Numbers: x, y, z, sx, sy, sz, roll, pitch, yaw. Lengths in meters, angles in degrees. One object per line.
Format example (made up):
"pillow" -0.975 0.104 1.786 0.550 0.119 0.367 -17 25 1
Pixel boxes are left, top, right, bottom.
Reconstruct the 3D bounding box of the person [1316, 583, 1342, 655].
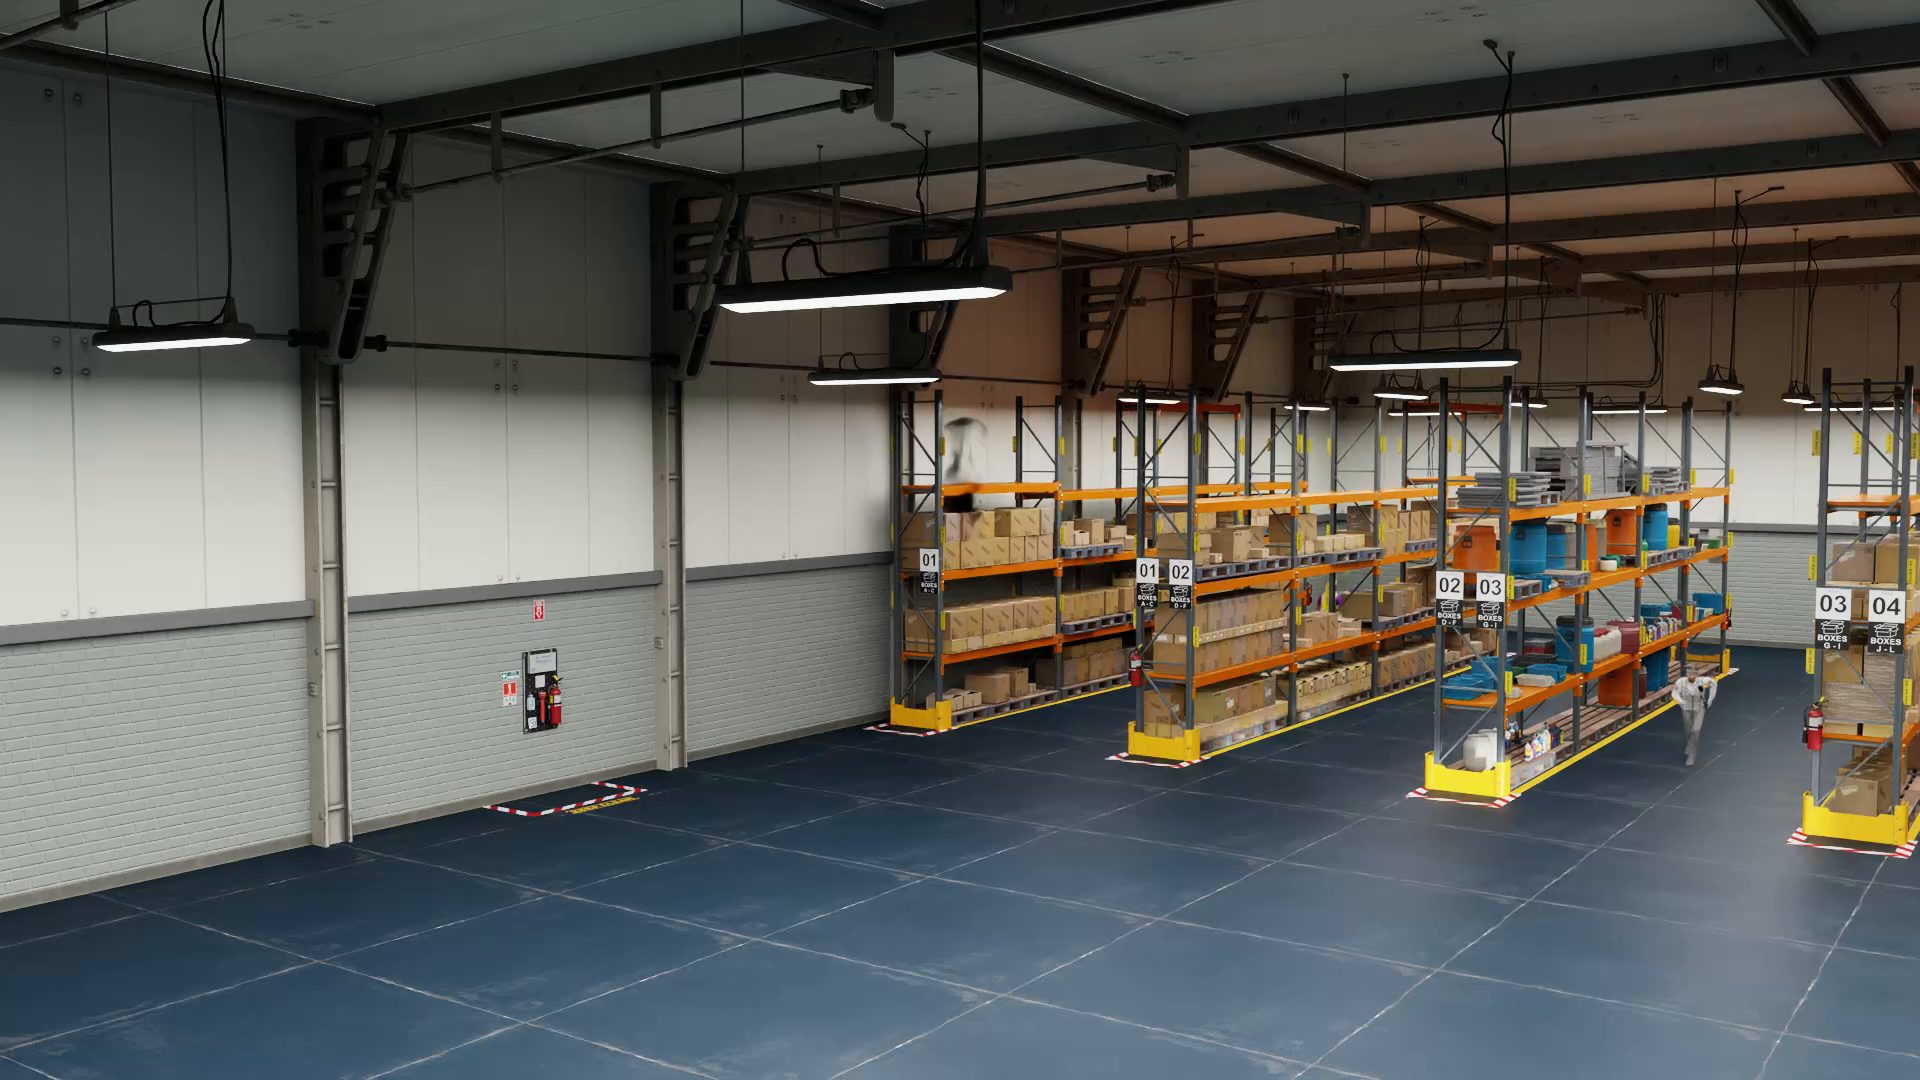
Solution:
"person" 8.879 1.886 39.962 0.702 1.735 0.716 2 4 26

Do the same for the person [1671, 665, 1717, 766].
"person" 11.662 2.749 26.435 0.658 1.625 0.966 1 4 25
